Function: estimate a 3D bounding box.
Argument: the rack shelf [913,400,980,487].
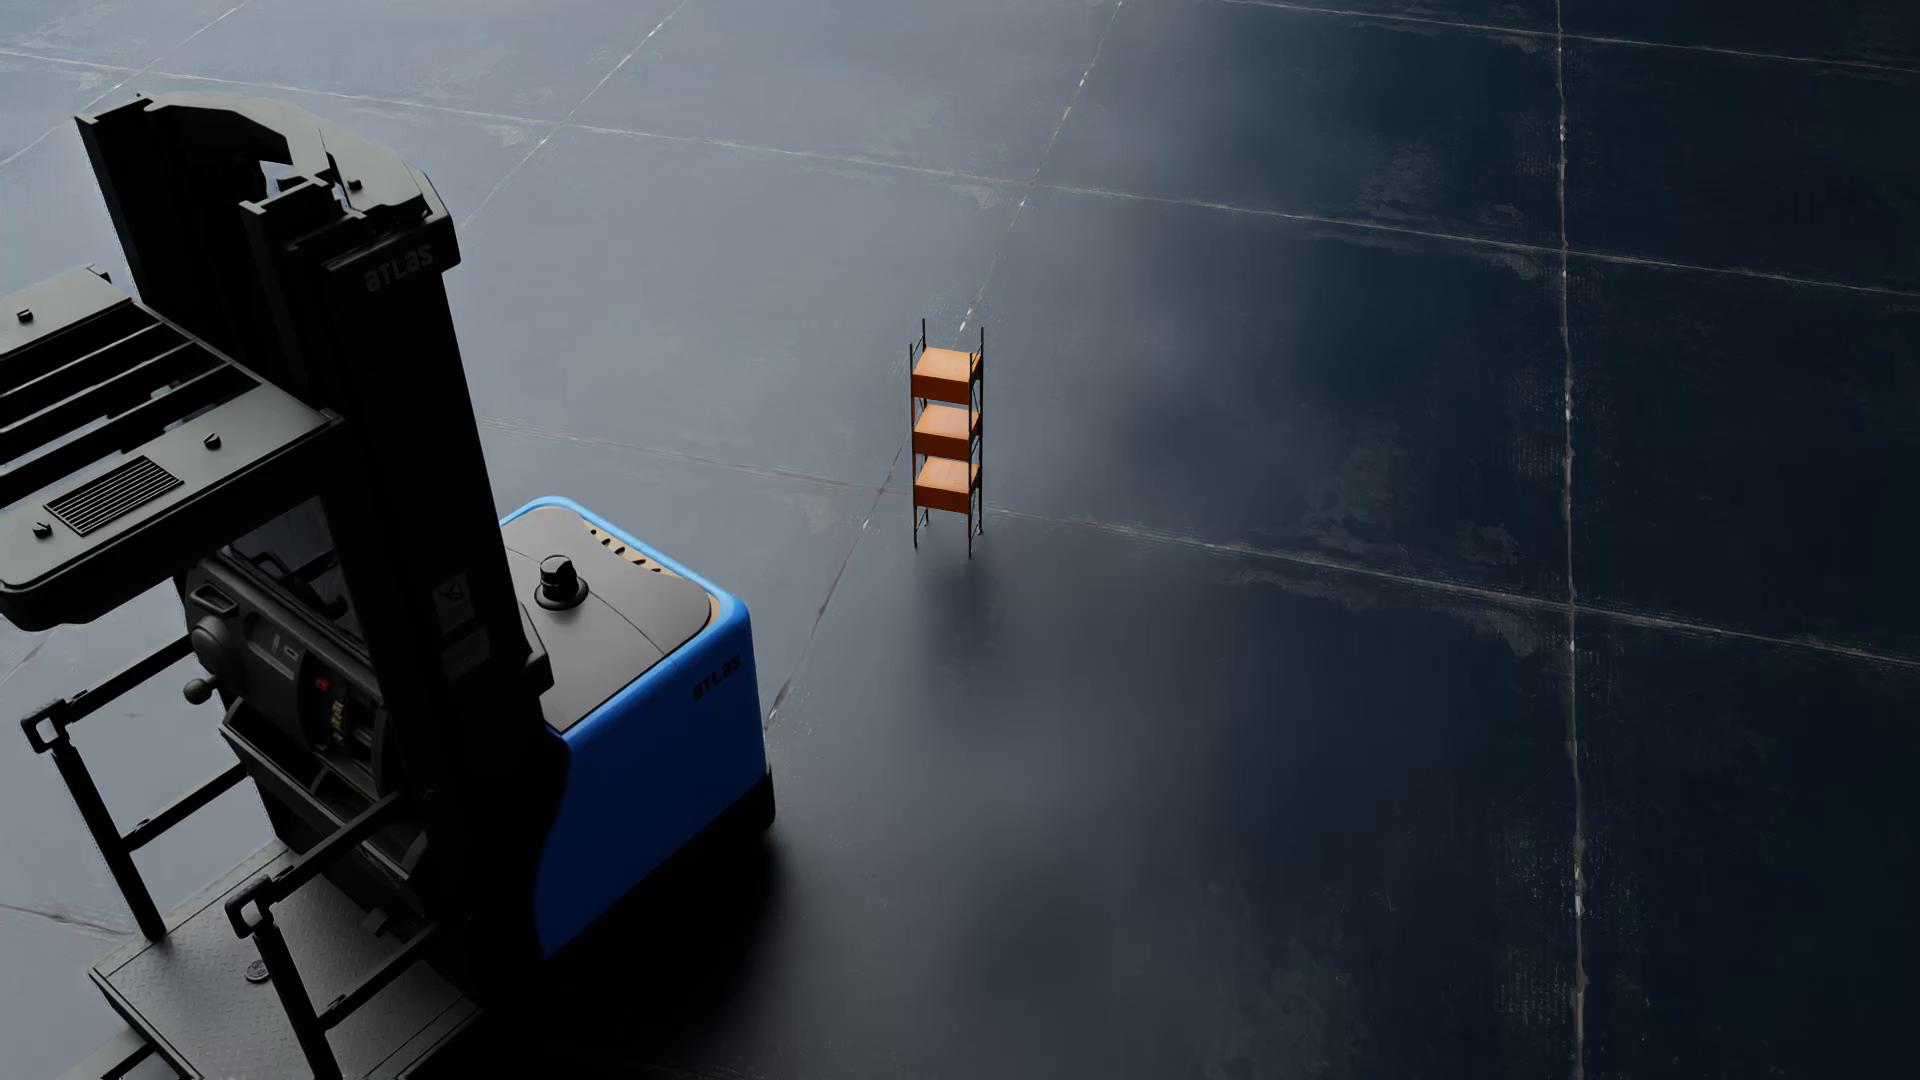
[{"bbox_3d":[-0.052,-0.403,6.930,0.240,0.259,0.215,10,41,11],"label":"rack shelf"}]

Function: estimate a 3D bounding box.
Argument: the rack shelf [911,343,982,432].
[{"bbox_3d":[-0.052,-0.620,6.747,0.240,0.259,0.215,10,41,11],"label":"rack shelf"}]

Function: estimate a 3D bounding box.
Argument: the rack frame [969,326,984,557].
[{"bbox_3d":[0.066,-0.391,6.899,0.008,1.050,0.200,10,41,11],"label":"rack frame"}]

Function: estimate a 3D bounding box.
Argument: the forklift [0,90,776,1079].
[{"bbox_3d":[-1.978,0.452,4.433,1.130,2.935,3.031,27,47,29],"label":"forklift"}]

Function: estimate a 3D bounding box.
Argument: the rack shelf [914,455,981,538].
[{"bbox_3d":[-0.052,-0.190,7.109,0.240,0.259,0.215,10,41,11],"label":"rack shelf"}]

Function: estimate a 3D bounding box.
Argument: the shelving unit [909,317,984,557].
[{"bbox_3d":[-0.052,-0.411,6.923,0.252,1.050,0.215,10,41,11],"label":"shelving unit"}]

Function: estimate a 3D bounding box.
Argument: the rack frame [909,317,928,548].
[{"bbox_3d":[-0.170,-0.431,6.947,0.008,1.050,0.200,10,41,11],"label":"rack frame"}]
